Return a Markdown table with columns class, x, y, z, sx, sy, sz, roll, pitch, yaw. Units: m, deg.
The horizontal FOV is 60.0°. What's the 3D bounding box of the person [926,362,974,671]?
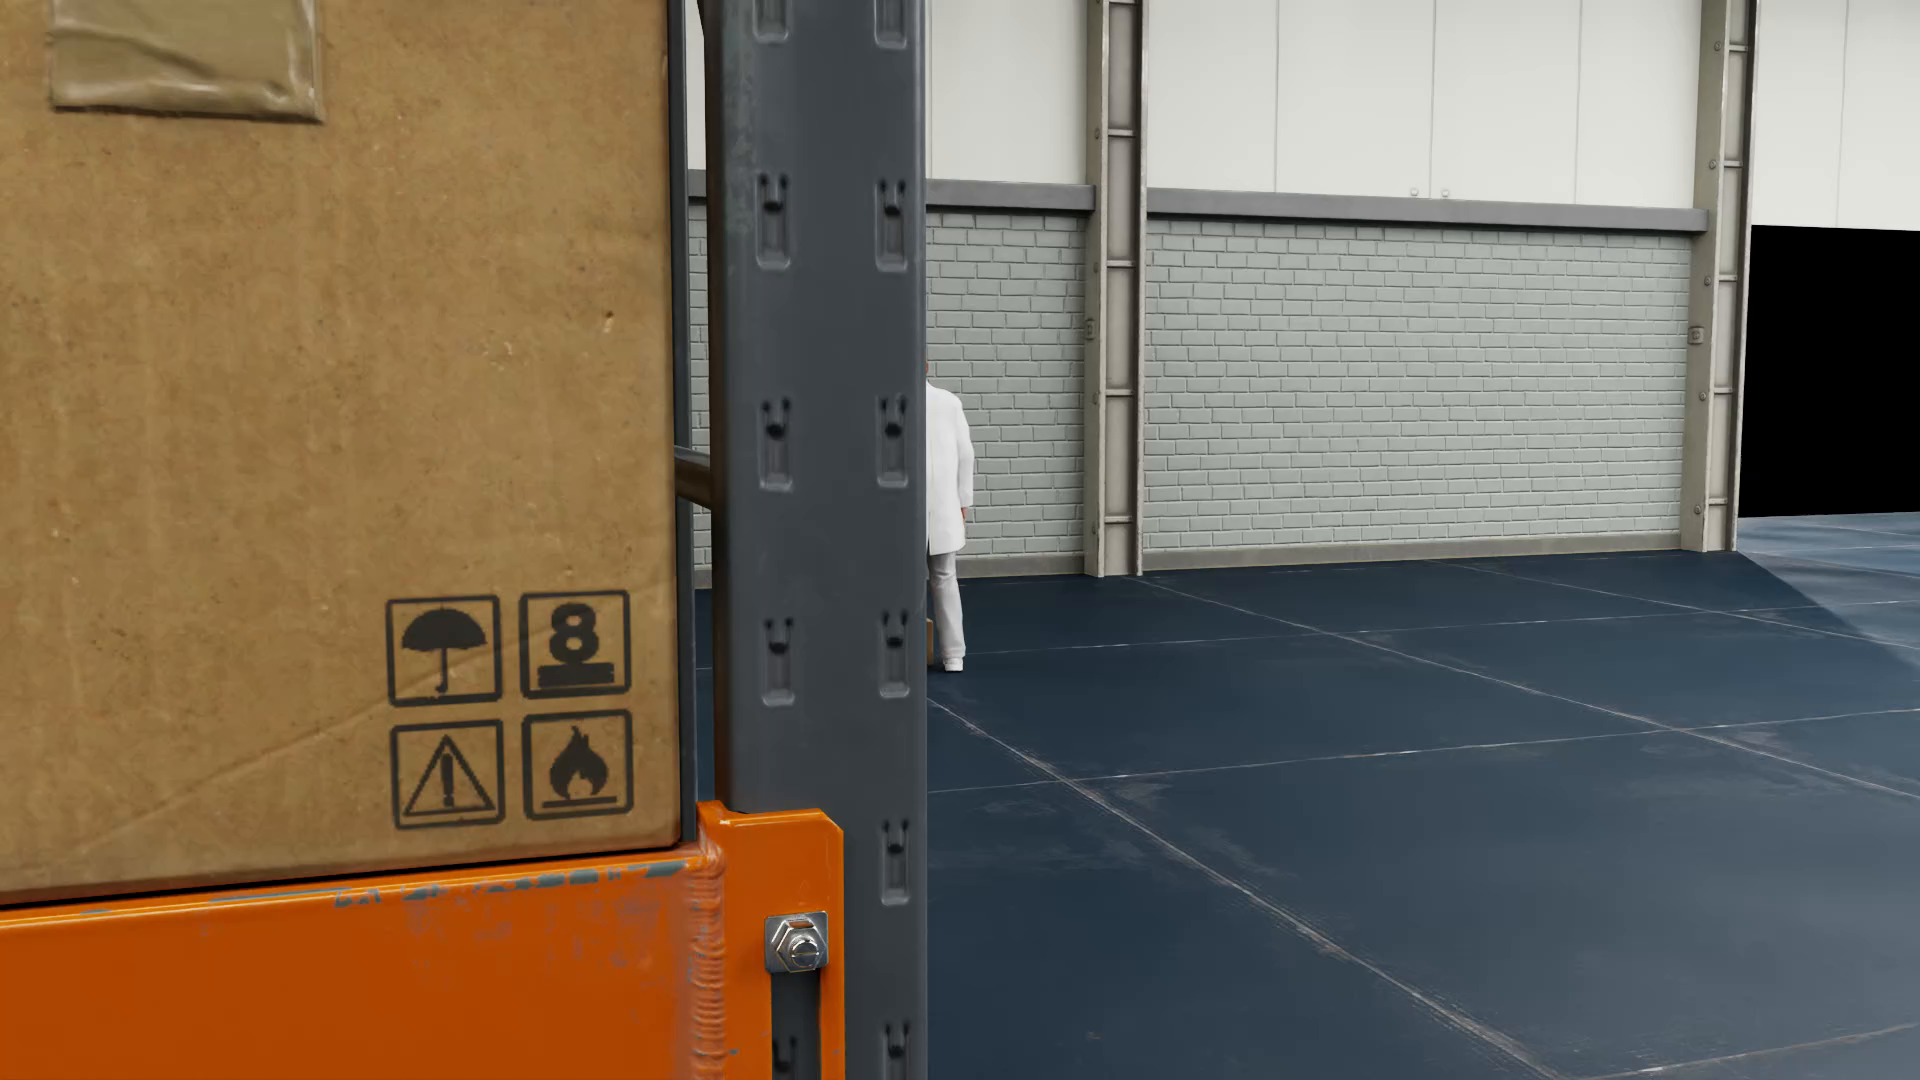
| class | x | y | z | sx | sy | sz | roll | pitch | yaw |
| --- | --- | --- | --- | --- | --- | --- | --- | --- | --- |
| person | -0.233 | -0.171 | 8.998 | 0.653 | 1.774 | 0.423 | -2 | 6 | -22 |
